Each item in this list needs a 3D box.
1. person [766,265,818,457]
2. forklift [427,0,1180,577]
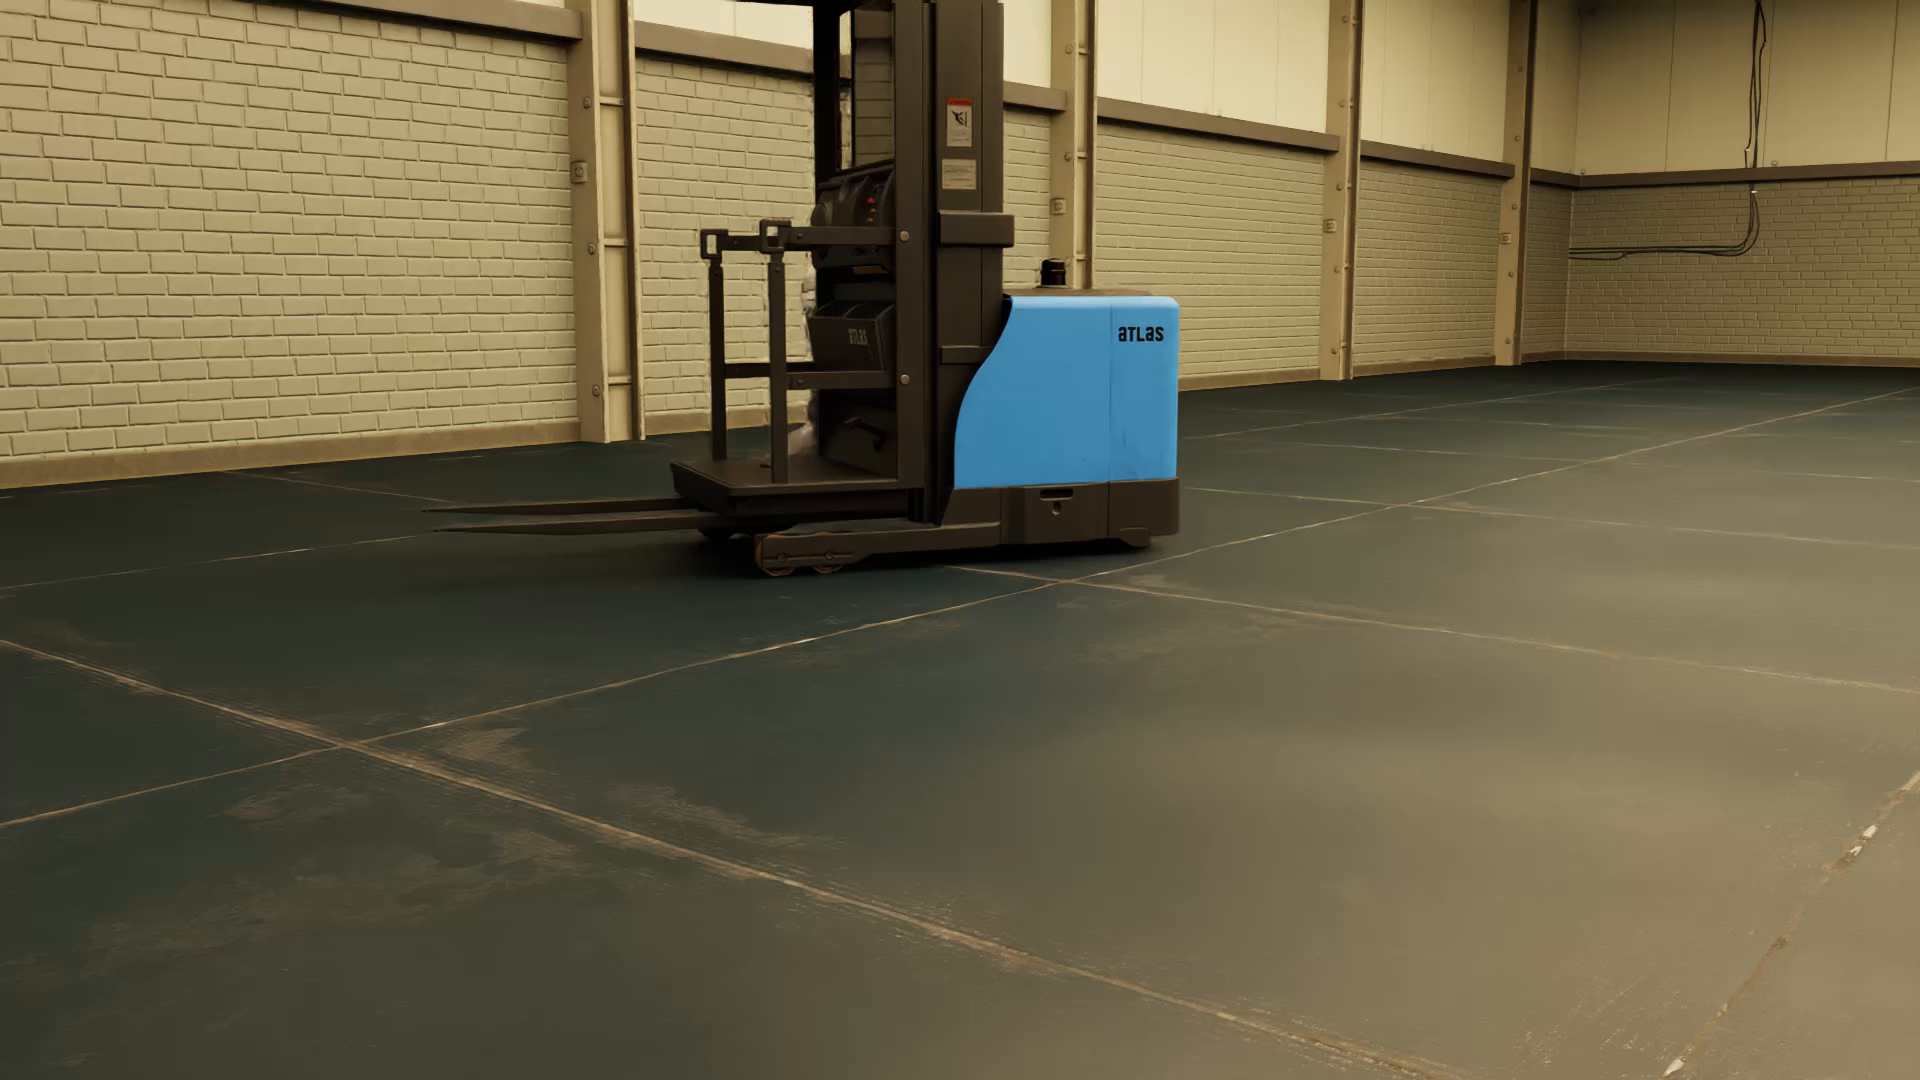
[{"bbox_3d":[-0.546,-0.921,8.727,0.963,1.493,1.069,-4,9,-27],"label":"person"},{"bbox_3d":[-0.631,-1.394,6.808,3.031,2.935,1.130,-3,9,-21],"label":"forklift"}]
